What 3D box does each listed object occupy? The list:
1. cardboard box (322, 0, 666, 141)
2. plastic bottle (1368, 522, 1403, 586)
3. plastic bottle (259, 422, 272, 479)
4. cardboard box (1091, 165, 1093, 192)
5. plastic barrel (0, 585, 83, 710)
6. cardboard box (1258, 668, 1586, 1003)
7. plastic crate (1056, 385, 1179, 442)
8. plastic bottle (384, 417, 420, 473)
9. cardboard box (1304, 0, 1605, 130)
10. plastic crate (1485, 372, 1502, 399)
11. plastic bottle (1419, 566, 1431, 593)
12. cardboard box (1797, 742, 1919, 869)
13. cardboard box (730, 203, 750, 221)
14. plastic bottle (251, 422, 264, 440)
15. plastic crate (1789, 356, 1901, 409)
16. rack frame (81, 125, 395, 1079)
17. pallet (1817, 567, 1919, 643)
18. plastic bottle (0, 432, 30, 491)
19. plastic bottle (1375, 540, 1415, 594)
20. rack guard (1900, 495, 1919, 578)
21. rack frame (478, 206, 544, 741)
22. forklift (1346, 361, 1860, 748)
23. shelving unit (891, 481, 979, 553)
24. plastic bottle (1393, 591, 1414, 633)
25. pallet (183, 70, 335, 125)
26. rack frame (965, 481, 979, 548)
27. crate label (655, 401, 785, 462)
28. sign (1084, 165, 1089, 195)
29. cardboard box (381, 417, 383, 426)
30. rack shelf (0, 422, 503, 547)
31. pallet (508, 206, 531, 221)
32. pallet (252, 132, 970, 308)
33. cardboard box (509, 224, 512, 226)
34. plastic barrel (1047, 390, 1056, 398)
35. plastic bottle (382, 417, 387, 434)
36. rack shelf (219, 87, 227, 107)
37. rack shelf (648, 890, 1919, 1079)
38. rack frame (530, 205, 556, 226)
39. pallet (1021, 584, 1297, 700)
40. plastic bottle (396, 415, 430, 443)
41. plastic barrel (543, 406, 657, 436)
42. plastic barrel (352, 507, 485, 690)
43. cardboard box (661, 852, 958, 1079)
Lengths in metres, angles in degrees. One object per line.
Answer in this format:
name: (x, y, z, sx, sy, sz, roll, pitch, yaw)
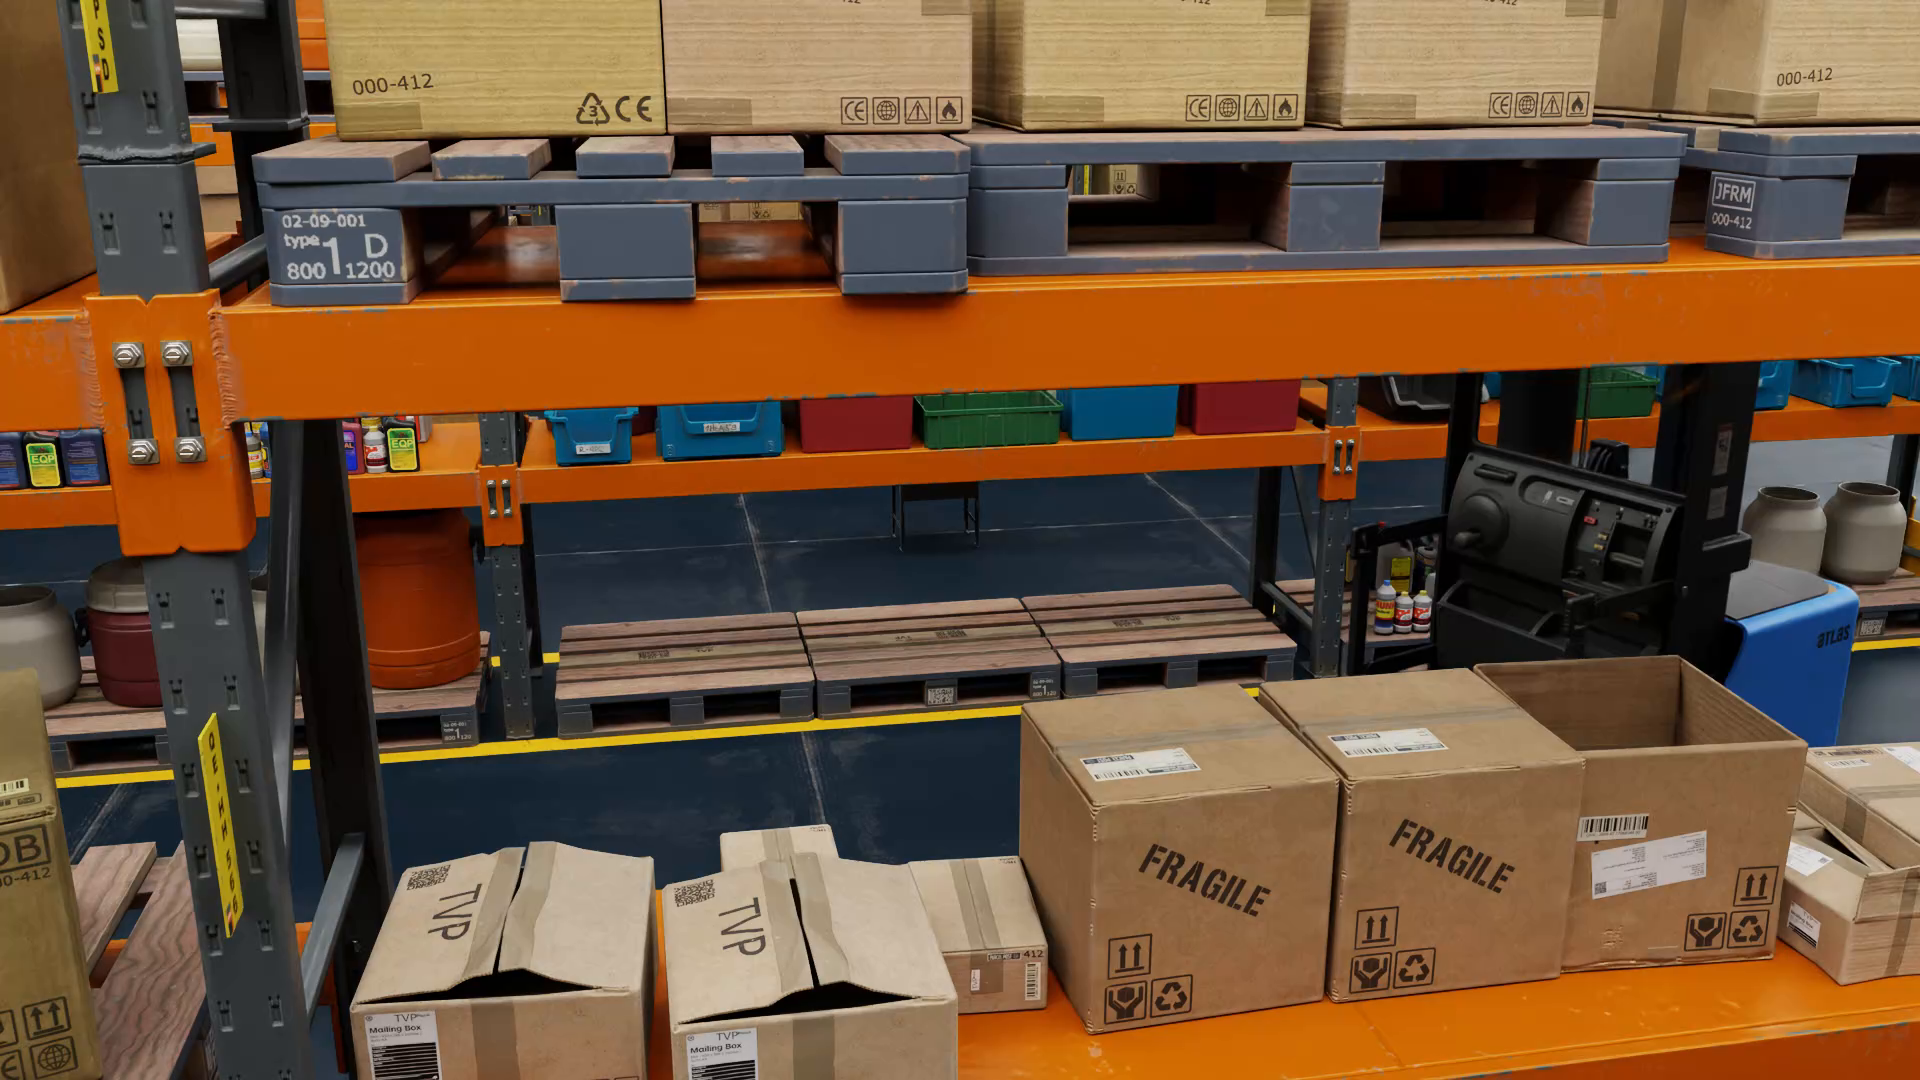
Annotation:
cardboard box: (-0.778, -0.819, 2.801, 0.500, 0.250, 0.500, -5, 18, -15)
plastic bottle: (2.356, 0.071, 9.233, 0.185, 0.351, 0.144, -4, 17, -12)
plastic bottle: (-2.999, -0.411, 7.260, 0.097, 0.271, 0.097, 0, 17, 0)
cardboard box: (1.229, -3.066, 13.305, 0.500, 0.500, 0.500, -3, 17, -10)
plastic barrel: (-4.272, 0.498, 7.604, 0.421, 0.512, 0.421, 0, 17, 0)
cardboard box: (0.949, 0.610, 3.546, 0.500, 0.500, 0.500, -3, 17, -10)
plastic crate: (0.755, -0.707, 8.031, 0.575, 0.384, 0.392, -3, 17, -10)
plastic bottle: (-2.465, -0.442, 7.339, 0.133, 0.283, 0.061, -3, 17, -10)
cardboard box: (0.826, -0.912, 3.102, 0.500, 0.250, 0.500, -5, 18, -15)
plastic crate: (2.814, -0.934, 8.998, 0.616, 0.251, 0.499, -3, 17, -10)
plastic bottle: (2.466, 0.275, 8.686, 0.133, 0.283, 0.061, -3, 17, -10)
cardboard box: (2.240, 0.674, 3.763, 0.500, 0.250, 0.500, -2, 17, -7)
cardboard box: (-2.444, -3.558, 17.117, 0.500, 0.500, 0.500, -3, 17, -10)
plastic bottle: (-3.339, -0.585, 7.946, 0.097, 0.201, 0.097, 0, 17, 0)
plastic crate: (4.633, -0.869, 8.784, 0.408, 0.251, 0.499, -3, 17, -10)
rack frame: (-1.213, 0.785, 3.146, 0.127, 3.000, 1.000, -3, 17, -10)
pallet: (4.842, 0.306, 9.456, 1.213, 0.211, 1.003, -3, 17, -10)
plastic bottle: (-4.064, -0.395, 7.074, 0.185, 0.351, 0.144, -3, 17, -10)
plastic bottle: (2.384, 0.113, 9.097, 0.185, 0.351, 0.144, -3, 17, -10)
rack guard: (5.640, 0.124, 9.556, 0.348, 0.500, 1.175, -3, 17, -10)
rack frame: (-2.149, -0.643, 7.796, 0.127, 3.000, 1.000, -3, 17, -10)
forklift: (2.038, -0.075, 6.064, 3.031, 2.935, 1.130, -10, 20, -31)
shelving unit: (-0.163, -0.995, 10.473, 0.503, 2.100, 0.431, -3, 17, -10)
plastic bottle: (2.274, 0.365, 8.532, 0.097, 0.201, 0.097, 0, 17, 0)
pallet: (-2.918, -1.972, 7.336, 1.213, 0.211, 1.003, -3, 17, -10)
rack frame: (0.077, -1.008, 10.518, 0.015, 2.100, 0.400, -3, 17, -10)
crate label: (-1.122, -0.637, 7.717, 0.616, 0.435, 0.502, -3, 17, -10)
sign: (0.948, -2.687, 12.480, 0.005, 0.325, 0.100, -3, 17, -10)
cardboard box: (-4.646, -1.176, 12.435, 0.875, 0.875, 1.225, -3, 17, -10)
rack shelf: (-4.112, -0.188, 7.539, 4.000, 0.370, 1.077, -3, 17, -10)
pallet: (-4.609, -3.344, 16.917, 1.003, 0.211, 1.213, -3, 17, -10)
pallet: (-0.563, -0.622, 2.940, 1.003, 0.211, 1.213, -2, 17, -8)
cardboard box: (-3.526, -2.019, 12.108, 0.500, 0.500, 0.500, -3, 17, -9)
plastic barrel: (0.450, -0.770, 8.445, 0.301, 0.262, 0.301, 0, 17, 0)
plastic bottle: (-2.754, -0.652, 8.044, 0.097, 0.271, 0.097, 0, 17, 0)
rack shelf: (-5.052, -3.049, 11.747, 4.000, 0.370, 1.077, -3, 17, -10)
rack shelf: (0.751, 1.018, 3.614, 4.000, 0.370, 1.077, -3, 17, -10)
rack frame: (-3.088, -2.071, 12.444, 0.127, 3.000, 1.000, -3, 17, -10)
pallet: (1.015, 0.522, 8.752, 1.213, 0.211, 1.003, -3, 17, -10)
plastic bottle: (-2.606, -0.609, 7.896, 0.135, 0.276, 0.152, -3, 17, -10)
plastic barrel: (-1.751, -0.821, 8.144, 0.708, 0.536, 0.600, -3, 17, -10)
plastic barrel: (-2.626, 0.226, 7.948, 0.708, 0.830, 0.600, -3, 17, -10)
cardboard box: (-0.298, 0.834, 3.140, 0.500, 0.311, 0.500, -3, 17, -11)
